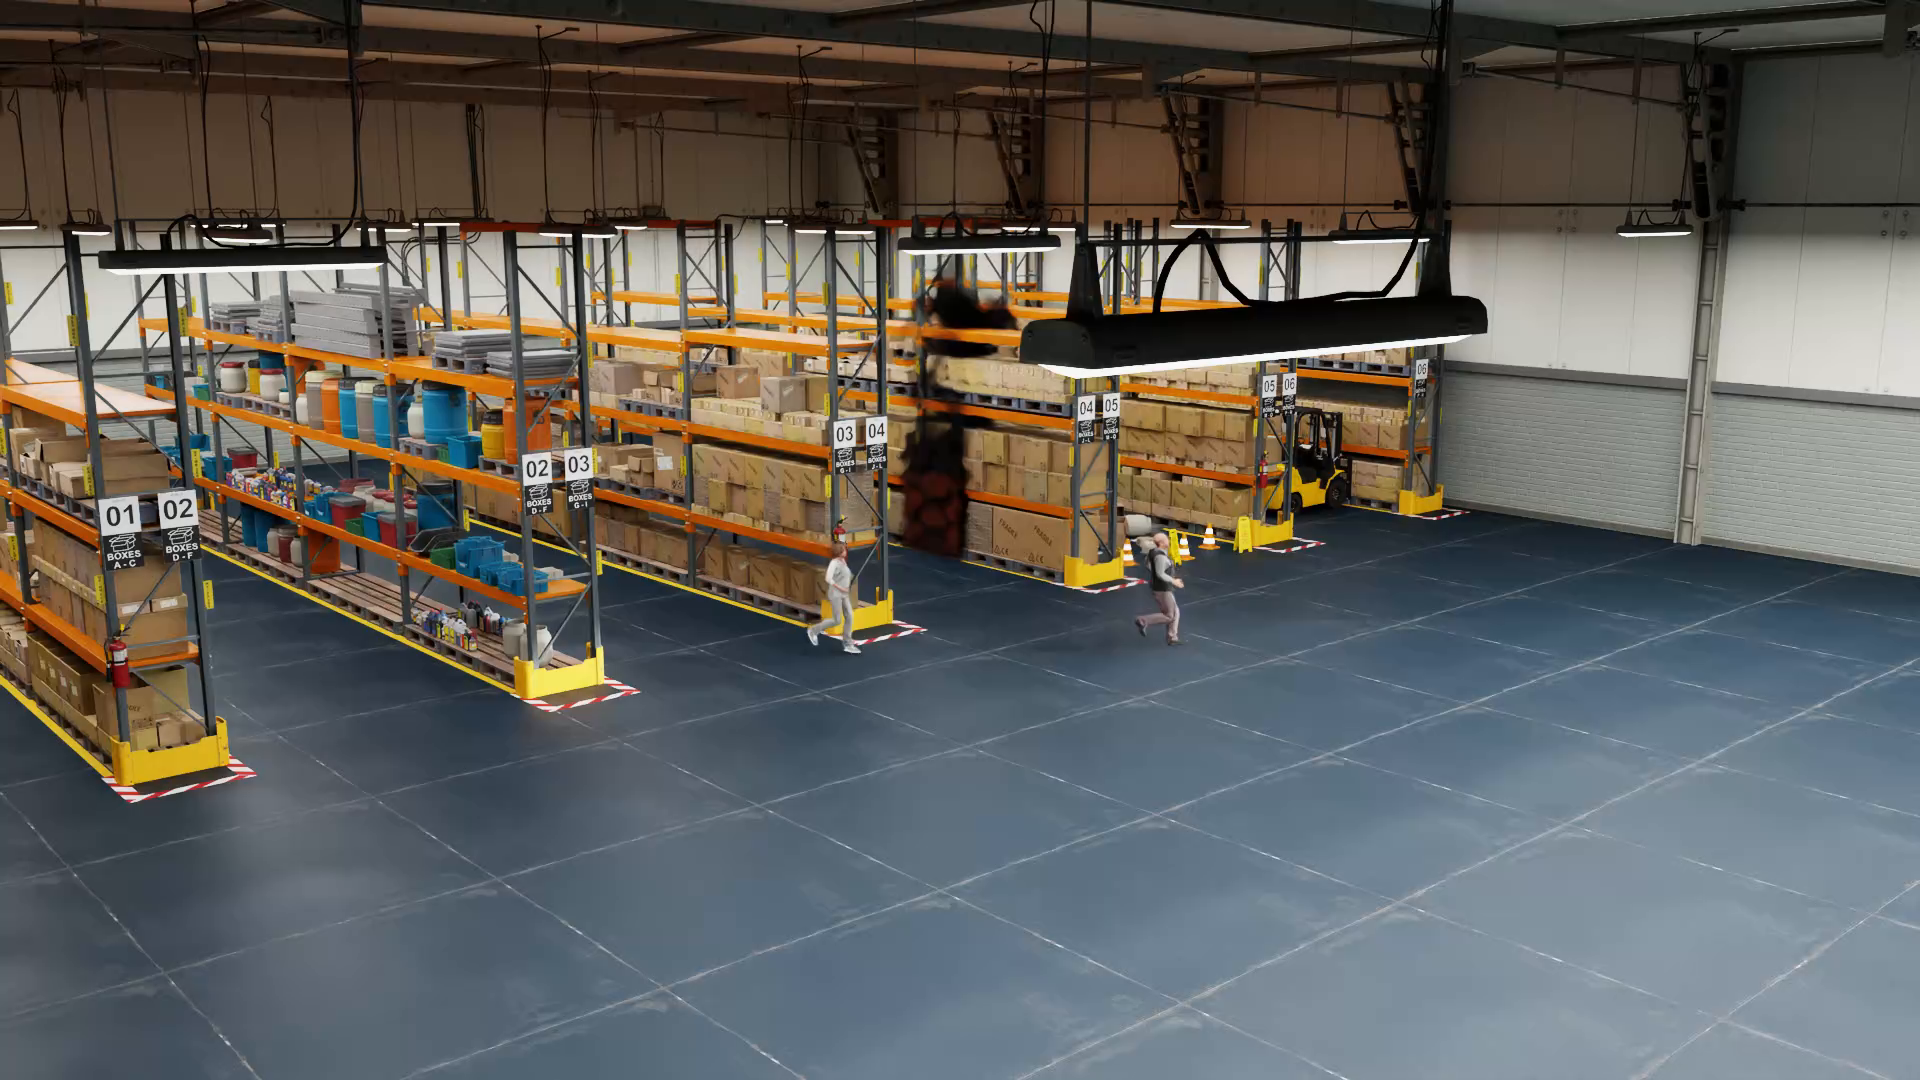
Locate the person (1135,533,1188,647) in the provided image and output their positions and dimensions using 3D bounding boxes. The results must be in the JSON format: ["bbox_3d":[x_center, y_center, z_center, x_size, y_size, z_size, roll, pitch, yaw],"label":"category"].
[{"bbox_3d":[2.919,0.726,24.101,0.814,1.687,0.676,-1,11,-5],"label":"person"}]

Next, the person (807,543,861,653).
[{"bbox_3d":[-1.747,0.811,23.905,0.814,1.551,0.601,4,12,17],"label":"person"}]
